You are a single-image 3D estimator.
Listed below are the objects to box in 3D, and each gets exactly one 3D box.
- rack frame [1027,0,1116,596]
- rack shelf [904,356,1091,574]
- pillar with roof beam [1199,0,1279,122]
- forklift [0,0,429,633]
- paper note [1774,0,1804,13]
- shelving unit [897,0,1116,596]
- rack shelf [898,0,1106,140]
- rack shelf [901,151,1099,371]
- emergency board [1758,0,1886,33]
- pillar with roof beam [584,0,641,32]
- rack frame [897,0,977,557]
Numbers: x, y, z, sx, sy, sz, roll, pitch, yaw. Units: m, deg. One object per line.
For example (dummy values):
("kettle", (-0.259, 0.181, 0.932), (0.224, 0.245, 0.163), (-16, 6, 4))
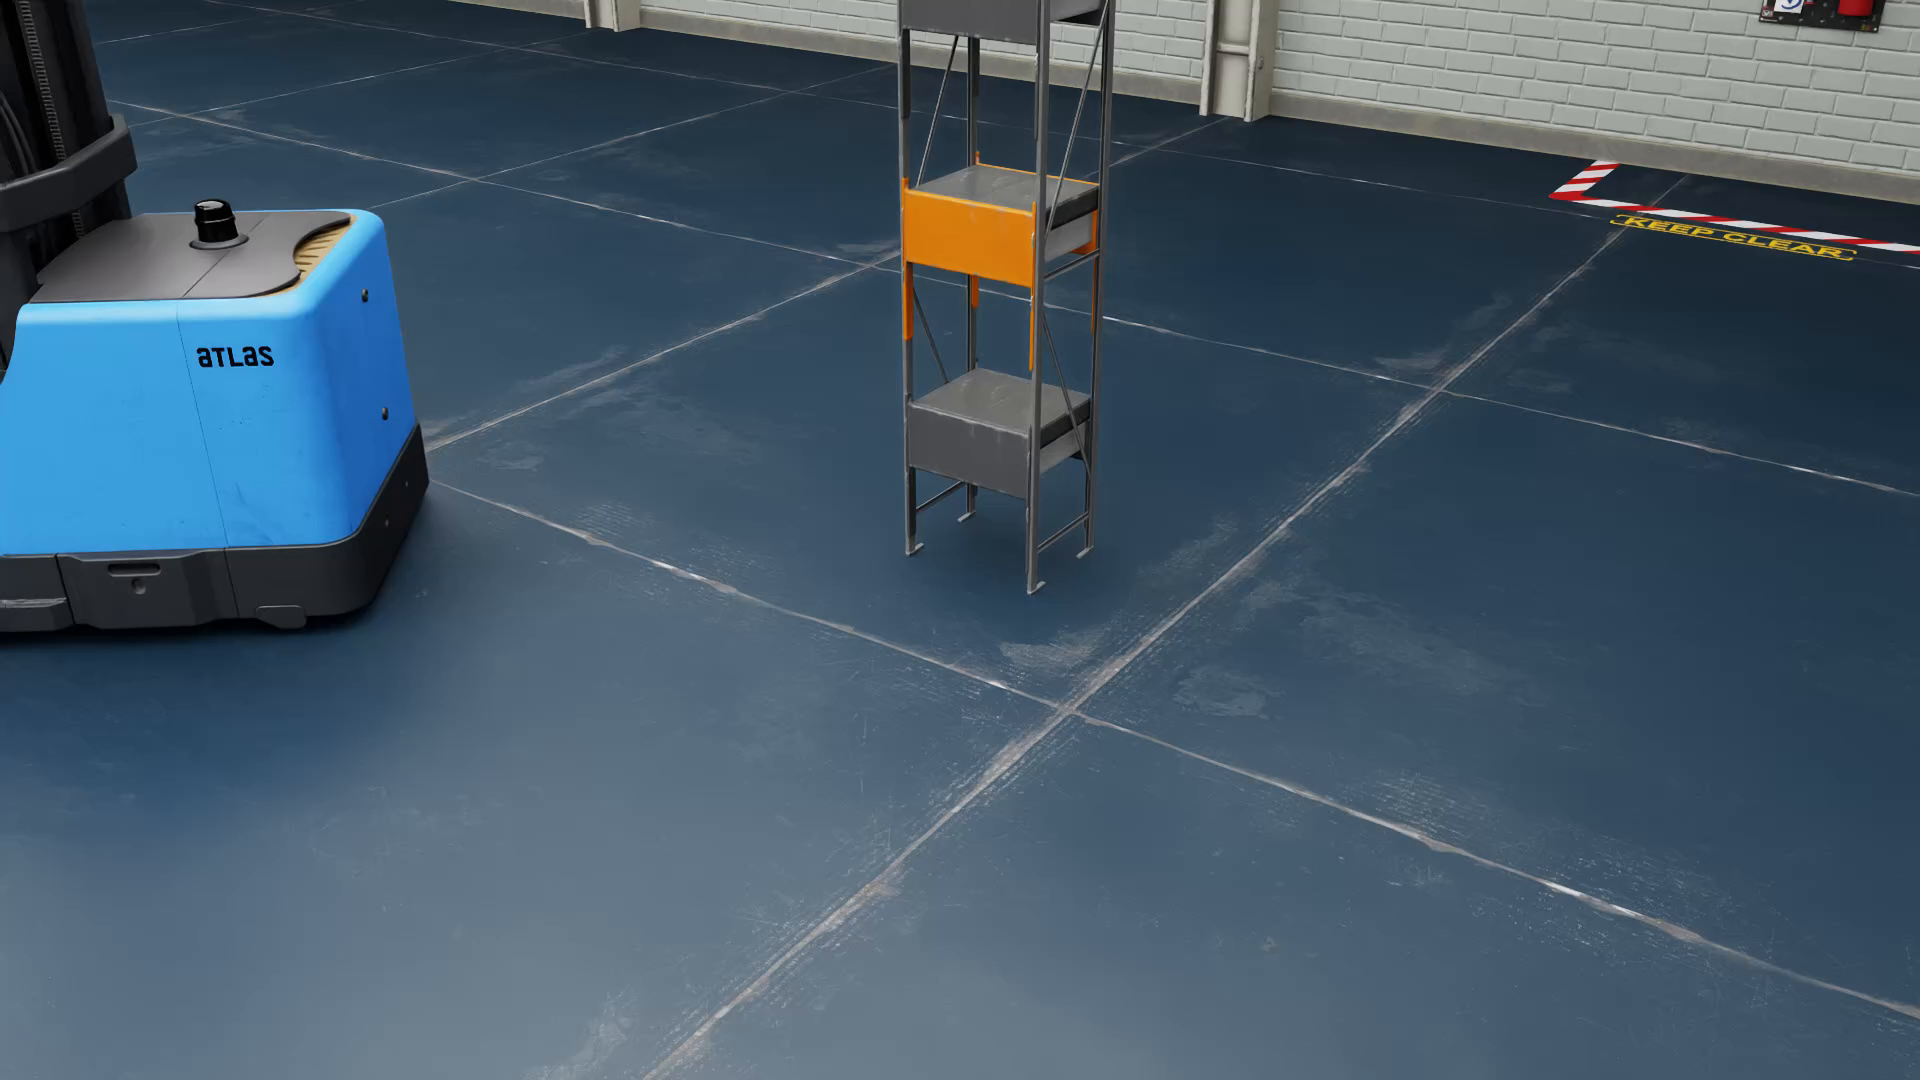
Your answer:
("rack frame", (0.338, -0.831, 5.067), (0.015, 2.100, 0.400), (17, 32, 30))
("rack shelf", (0.136, -0.257, 5.514), (0.480, 0.518, 0.431), (17, 32, 30))
("pillar with roof beam", (-0.526, -5.366, 6.372), (0.400, 9.000, 9.100), (17, 32, 30))
("forklift", (-3.389, -1.198, 4.873), (3.031, 2.935, 1.130), (-2, 27, -4))
("paper note", (4.735, -3.089, 9.483), (0.142, 0.148, 0.016), (17, 32, 30))
("shelving unit", (0.136, -0.893, 5.190), (0.503, 2.100, 0.431), (17, 32, 30))
("rack shelf", (0.136, -1.505, 4.879), (0.480, 0.518, 0.431), (17, 32, 30))
("rack shelf", (0.136, -0.881, 5.196), (0.480, 0.518, 0.431), (17, 32, 30))
("emergency board", (4.842, -3.410, 9.143), (0.643, 1.169, 0.194), (17, 32, 30))
("pillar with roof beam", (-5.472, -6.907, 9.400), (0.400, 9.000, 9.100), (17, 32, 30))
("rack frame", (-0.065, -0.956, 5.313), (0.015, 2.100, 0.400), (17, 32, 30))
